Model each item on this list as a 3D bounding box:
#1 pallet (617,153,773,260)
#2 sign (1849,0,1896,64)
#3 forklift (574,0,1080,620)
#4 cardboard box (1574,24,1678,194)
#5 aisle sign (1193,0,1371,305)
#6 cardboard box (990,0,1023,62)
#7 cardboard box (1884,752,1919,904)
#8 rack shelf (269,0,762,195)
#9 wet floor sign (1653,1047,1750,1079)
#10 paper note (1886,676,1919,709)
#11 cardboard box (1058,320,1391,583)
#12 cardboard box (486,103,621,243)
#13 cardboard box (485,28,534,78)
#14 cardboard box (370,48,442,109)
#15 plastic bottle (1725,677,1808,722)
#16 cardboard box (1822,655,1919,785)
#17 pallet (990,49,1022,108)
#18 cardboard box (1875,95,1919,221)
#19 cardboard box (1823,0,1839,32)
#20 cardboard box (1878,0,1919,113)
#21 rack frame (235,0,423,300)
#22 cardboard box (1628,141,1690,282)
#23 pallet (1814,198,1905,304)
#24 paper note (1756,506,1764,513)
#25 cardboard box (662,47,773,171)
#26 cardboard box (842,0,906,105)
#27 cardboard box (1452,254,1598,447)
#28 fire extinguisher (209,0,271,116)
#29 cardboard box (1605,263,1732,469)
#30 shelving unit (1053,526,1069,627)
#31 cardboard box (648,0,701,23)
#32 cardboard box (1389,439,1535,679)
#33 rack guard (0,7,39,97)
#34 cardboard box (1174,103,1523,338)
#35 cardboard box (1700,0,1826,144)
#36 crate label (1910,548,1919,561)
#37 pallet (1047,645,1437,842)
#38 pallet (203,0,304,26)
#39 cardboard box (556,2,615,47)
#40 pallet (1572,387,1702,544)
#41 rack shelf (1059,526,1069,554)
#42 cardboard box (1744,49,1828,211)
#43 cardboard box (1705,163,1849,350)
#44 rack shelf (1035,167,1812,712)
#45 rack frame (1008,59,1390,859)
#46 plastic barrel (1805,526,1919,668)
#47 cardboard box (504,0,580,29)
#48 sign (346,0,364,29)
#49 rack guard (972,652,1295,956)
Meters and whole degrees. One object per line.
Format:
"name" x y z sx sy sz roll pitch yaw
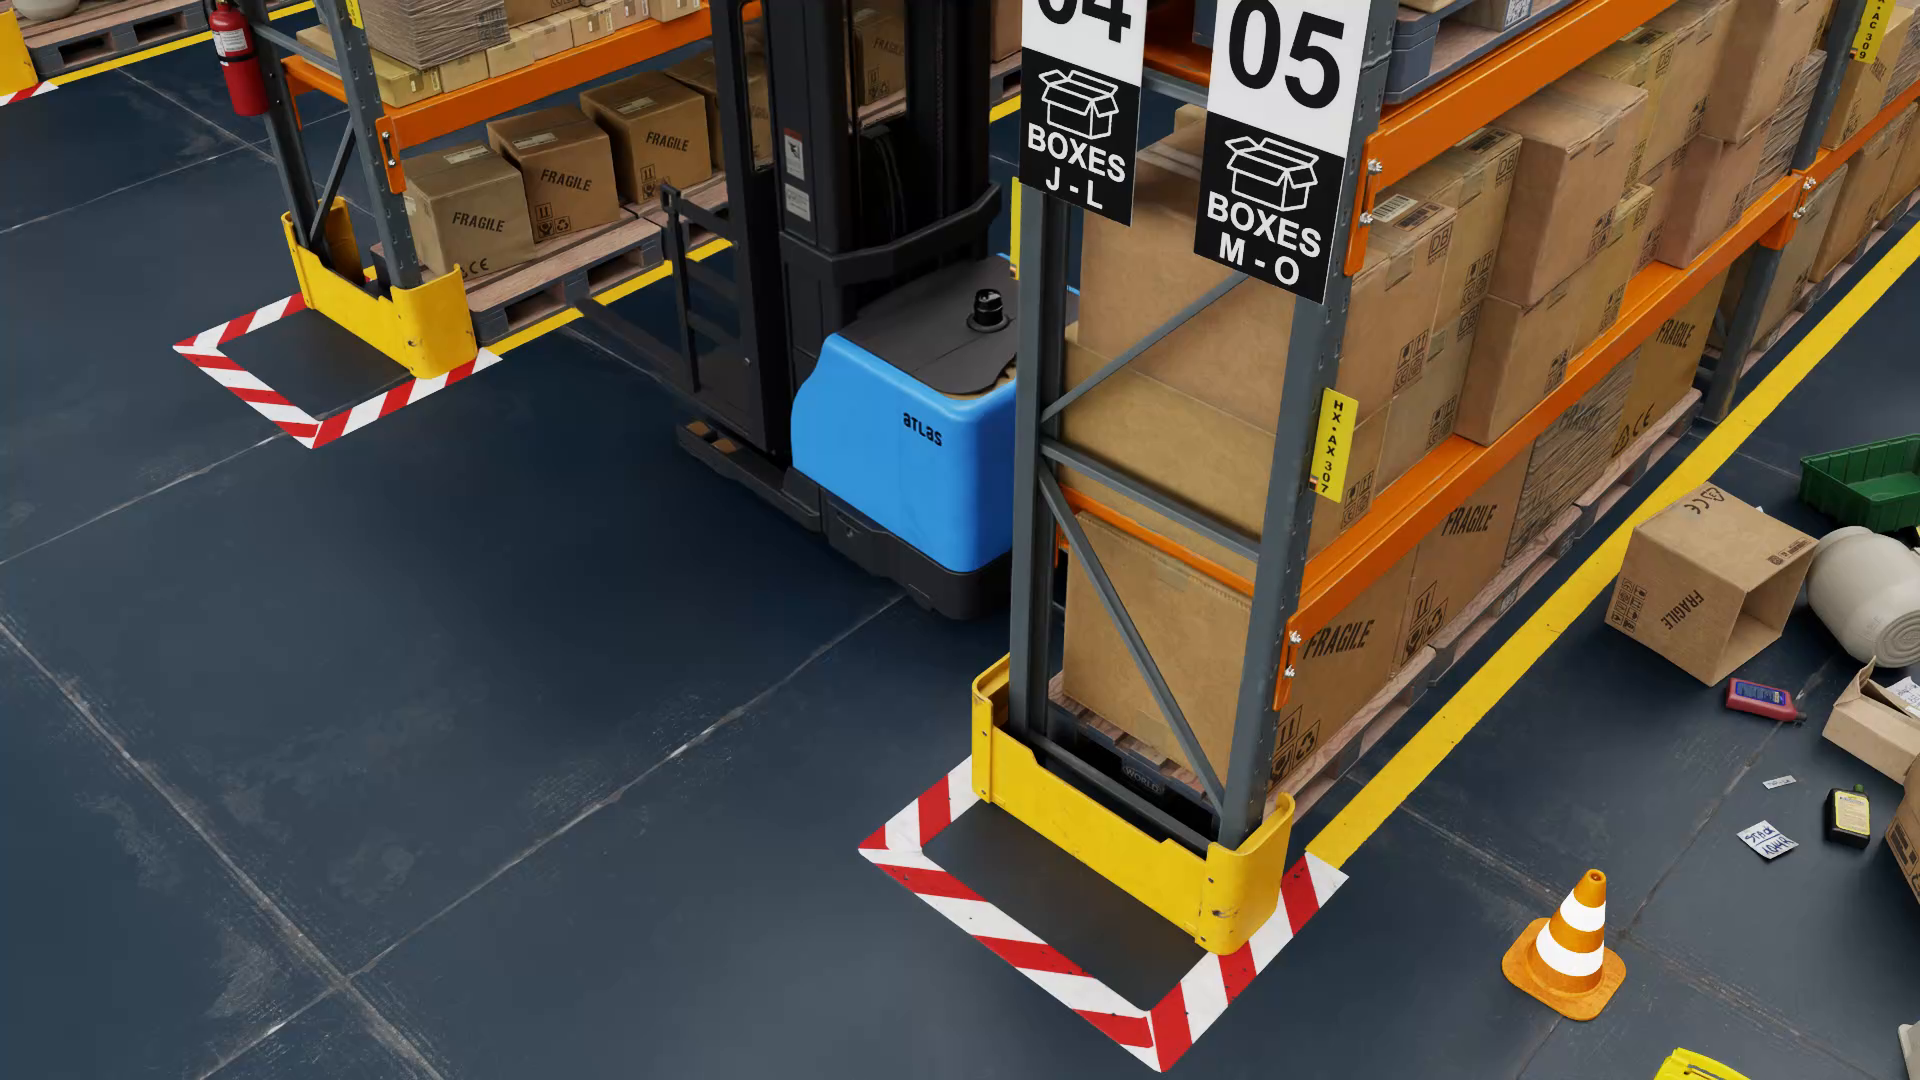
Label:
"pallet" -1.565 -2.103 9.725 1.003 0.211 1.213 30 47 32
"sign" 3.688 -2.089 6.708 0.100 0.325 0.005 30 47 32
"forklift" -0.665 -1.644 6.962 1.130 2.935 3.031 -31 48 -33
"cardboard box" 1.901 -1.539 5.787 0.875 0.550 0.500 30 47 32
"aisle sign" 0.753 -0.973 3.975 0.394 0.787 0.004 30 47 32
"cardboard box" 0.115 -3.547 10.956 0.700 0.500 0.500 26 45 29
"cardboard box" 3.617 1.025 5.556 0.797 0.503 0.637 2 39 2
"rack shelf" -1.665 -2.880 9.040 1.077 0.370 4.000 30 47 32
"wet floor sign" 2.021 1.652 4.653 0.267 0.644 0.232 22 43 25
"paper note" 3.712 0.606 6.470 0.155 0.023 0.172 -18 42 -21
"cardboard box" 0.796 -0.362 5.175 0.875 0.550 0.550 30 47 32
"cardboard box" -2.202 -1.998 9.023 0.500 0.500 0.500 -22 43 -25
"cardboard box" -2.283 -2.391 8.048 0.380 0.149 0.250 30 47 32
"cardboard box" -2.646 -2.175 7.777 0.380 0.149 0.250 30 47 32
"plastic bottle" 3.113 0.623 6.417 0.283 0.061 0.133 14 41 17
"cardboard box" 3.478 0.682 6.179 0.258 0.266 0.396 -26 45 -29
"pallet" 0.209 -3.347 11.290 1.003 0.211 1.213 30 47 32
"cardboard box" 4.912 -2.428 9.363 1.050 0.750 0.750 30 48 32
"cardboard box" 3.608 -2.612 7.242 0.700 0.500 0.500 29 47 31
"cardboard box" 4.171 -2.351 7.717 0.500 0.500 0.500 30 47 32
"rack frame" -3.014 -2.243 7.660 1.000 3.000 0.127 30 47 32
"cardboard box" 2.232 -1.375 6.448 0.875 0.550 0.550 30 47 32
"pallet" 4.566 -1.809 9.356 1.003 0.211 1.213 30 47 32
"paper note" 3.493 -0.100 7.351 0.147 0.020 0.142 2 39 2
"cardboard box" -1.356 -2.515 9.674 0.500 0.500 0.500 25 45 28
"cardboard box" -0.615 -3.100 10.409 0.500 0.500 0.500 28 46 31
"cardboard box" 1.621 -0.828 5.761 0.875 0.550 0.550 30 47 32
"fire extinguisher" -3.431 -2.353 7.862 0.296 0.674 0.183 30 47 32
"cardboard box" 2.802 -1.025 7.498 0.875 0.875 0.875 30 48 32
"shelving unit" 0.549 -0.260 6.613 0.503 1.200 0.258 -31 48 -33
"cardboard box" -1.562 -2.824 8.593 0.380 0.149 0.250 30 47 32
"cardboard box" 1.580 -0.191 6.450 0.875 0.875 0.875 29 47 31
"rack guard" -6.653 -3.399 11.123 1.175 0.500 0.348 30 47 32
"cardboard box" 1.161 -1.041 5.161 0.875 0.550 0.550 30 47 32
"cardboard box" 2.718 -1.976 6.337 0.875 0.550 0.550 30 47 32
"crate label" 4.009 0.149 6.953 0.298 0.136 0.250 2 39 2
"pallet" 1.061 0.578 6.354 1.003 0.211 1.213 30 47 32
"pallet" -5.278 -4.215 12.381 1.003 0.211 1.213 30 47 32
"cardboard box" -1.956 -2.626 8.344 0.380 0.149 0.250 30 47 32
"pallet" 2.707 -0.543 7.764 1.003 0.211 1.213 30 47 32
"rack shelf" 0.549 -0.052 6.779 0.480 0.148 0.258 -31 48 -33
"cardboard box" 3.038 -1.836 7.028 0.875 0.550 0.550 30 47 32
"cardboard box" 3.630 -1.558 8.270 1.050 0.750 0.750 29 47 32
"rack shelf" 1.928 -0.751 6.362 1.077 0.370 4.000 30 47 32
"rack frame" 0.579 -0.114 4.983 1.000 3.000 0.127 30 47 32
"plastic barrel" 3.645 0.222 6.630 0.421 0.421 0.512 -5 39 -6
"cardboard box" -2.374 -2.920 8.192 0.875 0.500 0.500 30 47 32
"sign" -2.613 -2.354 7.105 0.100 0.325 0.005 30 47 32
"rack guard" 0.563 0.876 5.747 1.175 0.500 0.348 30 47 32
